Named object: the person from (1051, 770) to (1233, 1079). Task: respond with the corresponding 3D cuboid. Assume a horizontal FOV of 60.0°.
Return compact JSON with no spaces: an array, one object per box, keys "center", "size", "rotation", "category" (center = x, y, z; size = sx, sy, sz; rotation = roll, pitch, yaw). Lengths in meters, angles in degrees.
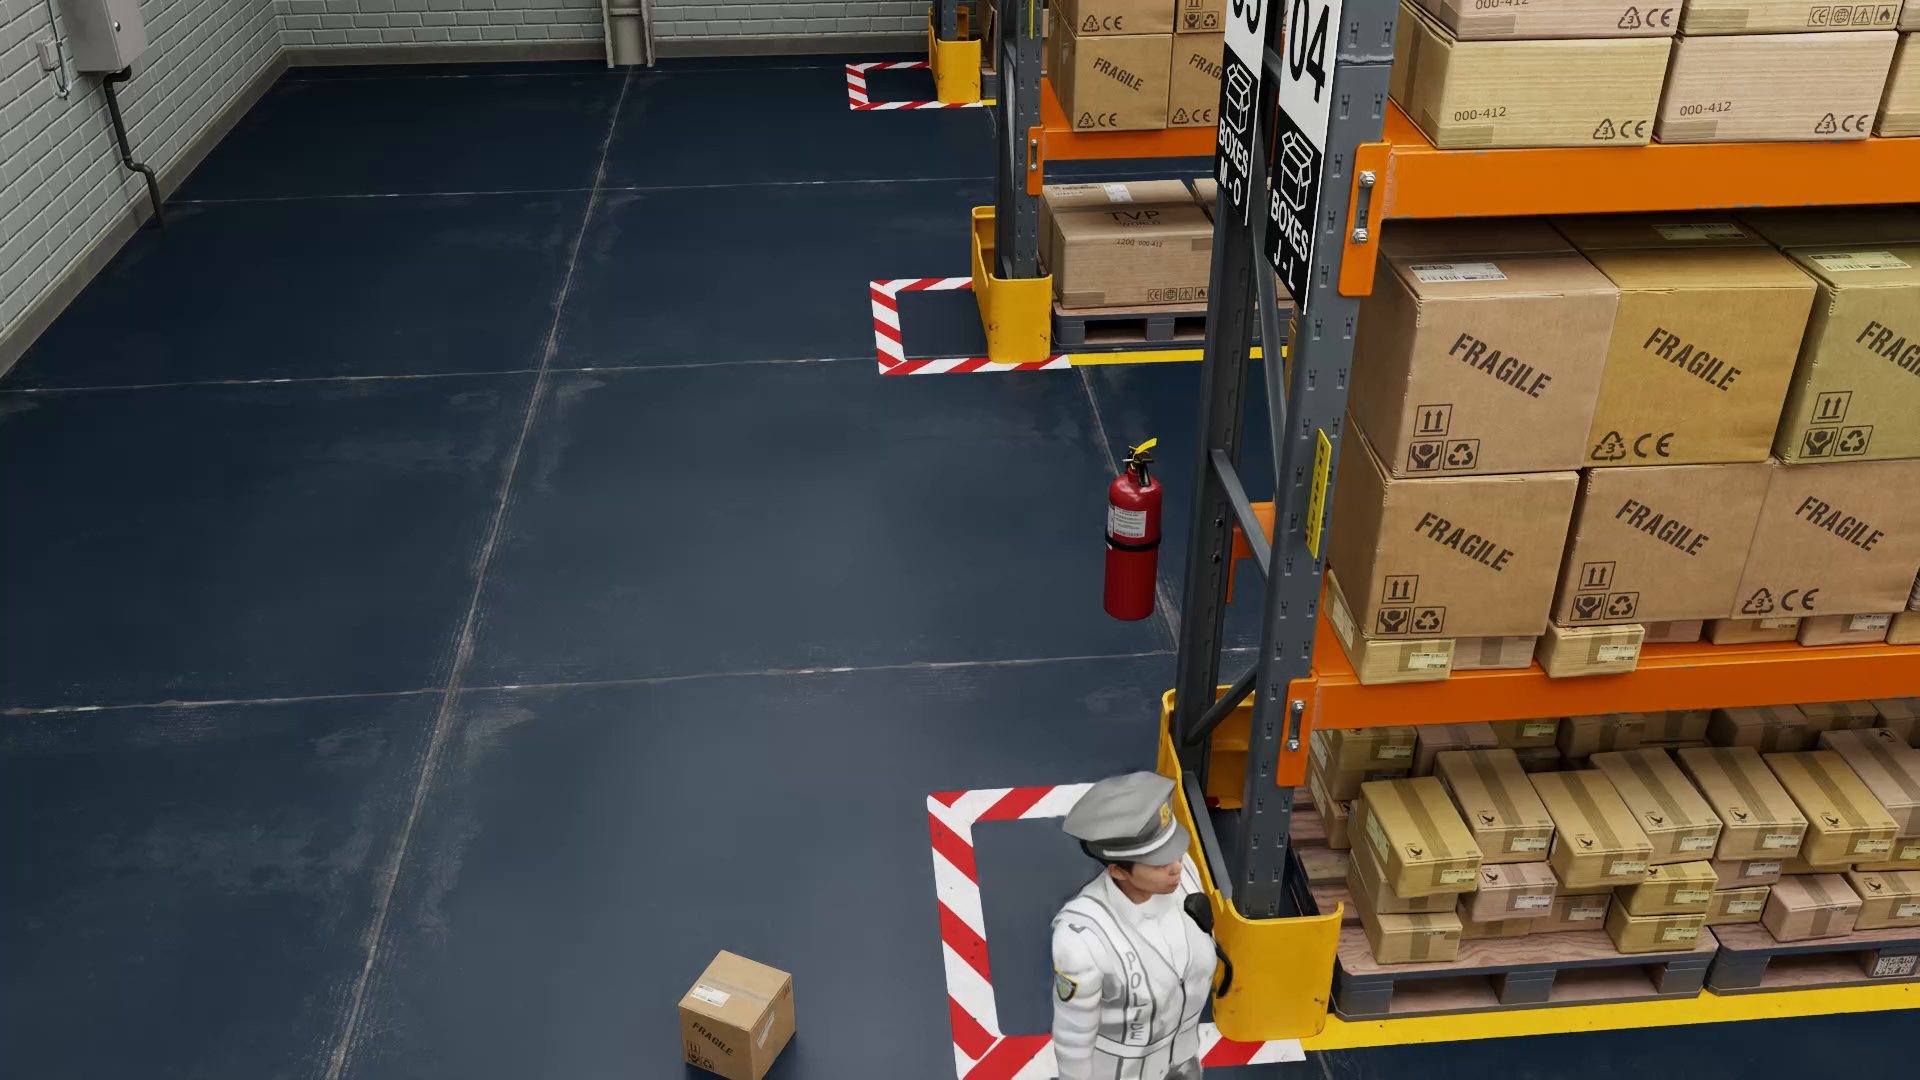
[{"center":[0.385,1.213,4.081],"size":[0.495,1.669,0.661],"rotation":[-26,40,-36],"category":"person"}]
